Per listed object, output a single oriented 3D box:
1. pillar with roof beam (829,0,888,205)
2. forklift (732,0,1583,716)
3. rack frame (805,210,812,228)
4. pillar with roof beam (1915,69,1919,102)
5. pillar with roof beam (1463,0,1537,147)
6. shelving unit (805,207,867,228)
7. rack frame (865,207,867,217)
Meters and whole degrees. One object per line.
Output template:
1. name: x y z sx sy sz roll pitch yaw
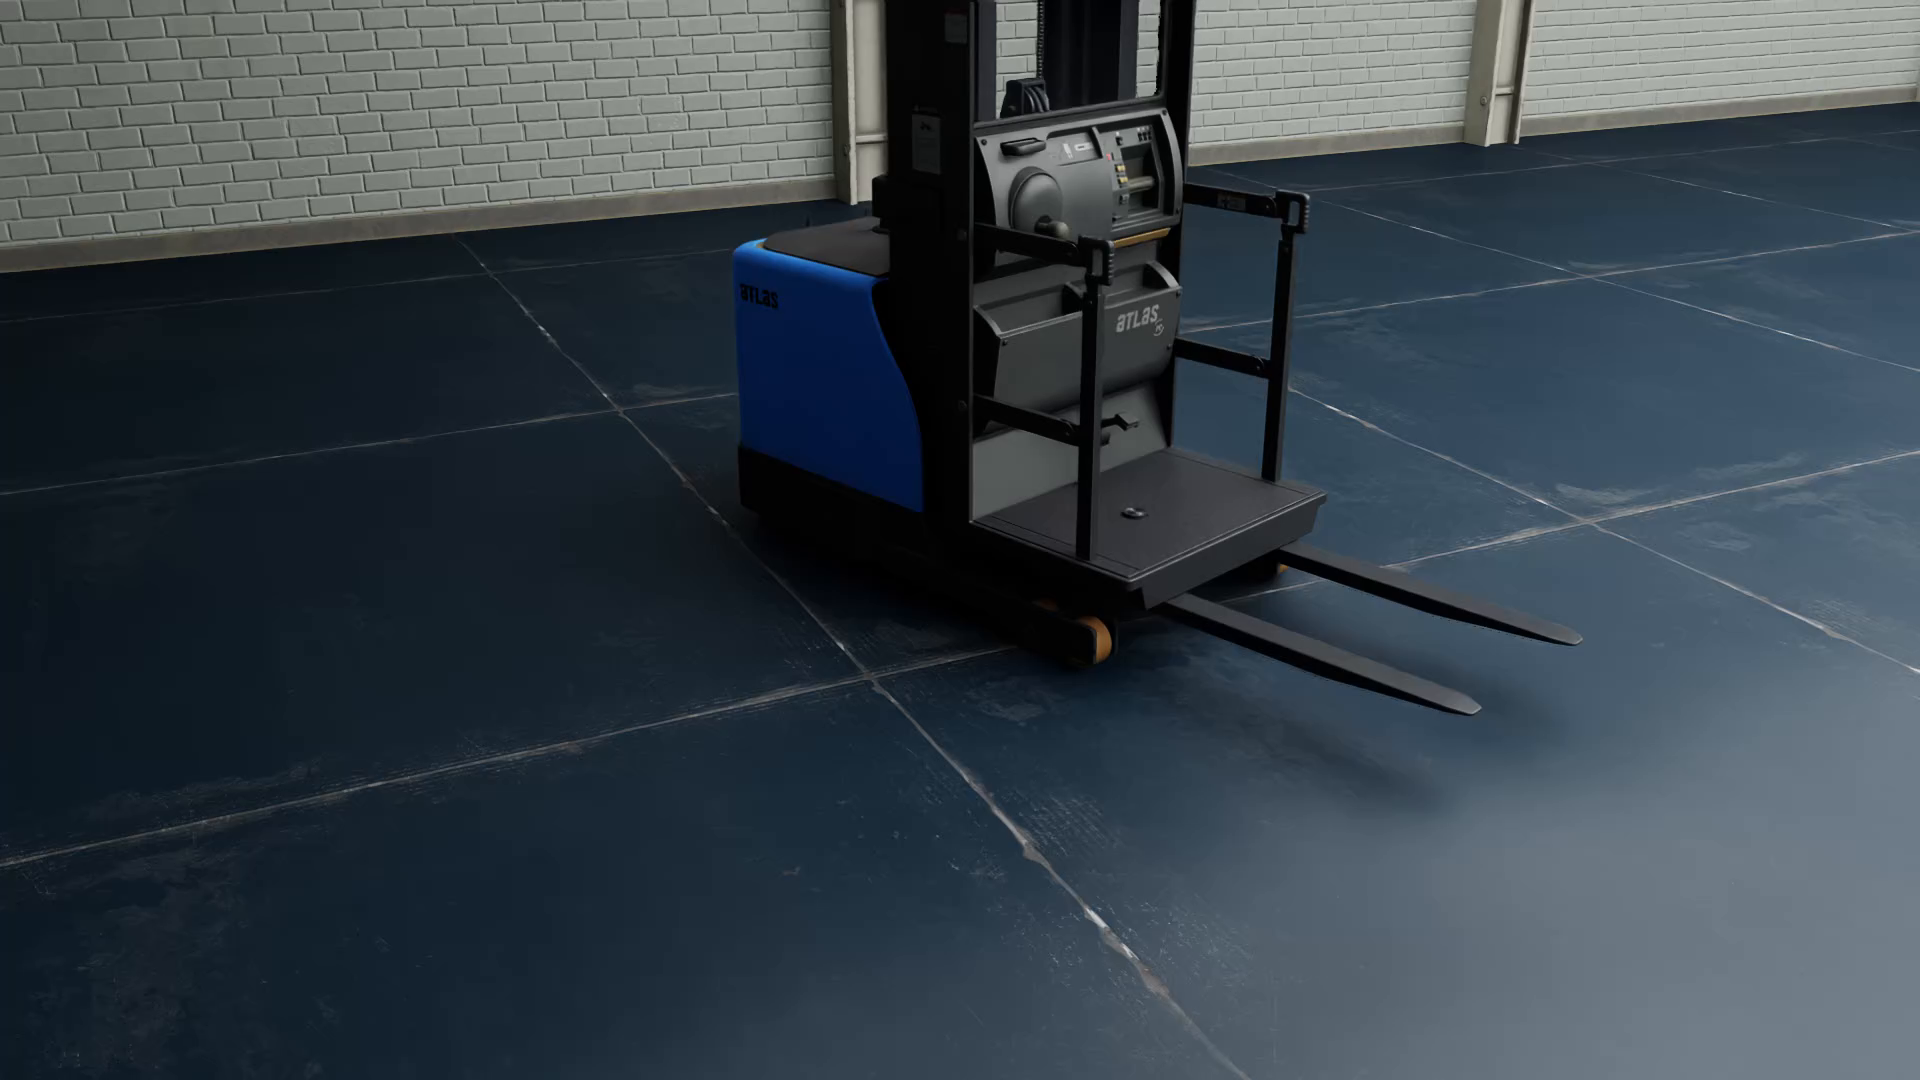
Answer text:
1. pillar with roof beam: 1.176 -5.217 7.087 0.400 9.000 9.100 -10 25 -24
2. forklift: 0.552 -1.172 5.248 3.031 2.935 1.130 21 30 41
3. rack frame: -0.603 -0.814 6.843 0.008 1.050 0.200 -4 23 -9
4. pillar with roof beam: 11.988 -7.207 11.896 0.400 9.000 9.100 -10 25 -24
5. pillar with roof beam: 6.582 -6.212 9.492 0.400 9.000 9.100 -10 25 -24
6. shelving unit: -0.483 -0.824 6.863 0.252 1.050 0.215 -4 23 -9
7. rack frame: -0.363 -0.833 6.883 0.008 1.050 0.200 -4 23 -9
